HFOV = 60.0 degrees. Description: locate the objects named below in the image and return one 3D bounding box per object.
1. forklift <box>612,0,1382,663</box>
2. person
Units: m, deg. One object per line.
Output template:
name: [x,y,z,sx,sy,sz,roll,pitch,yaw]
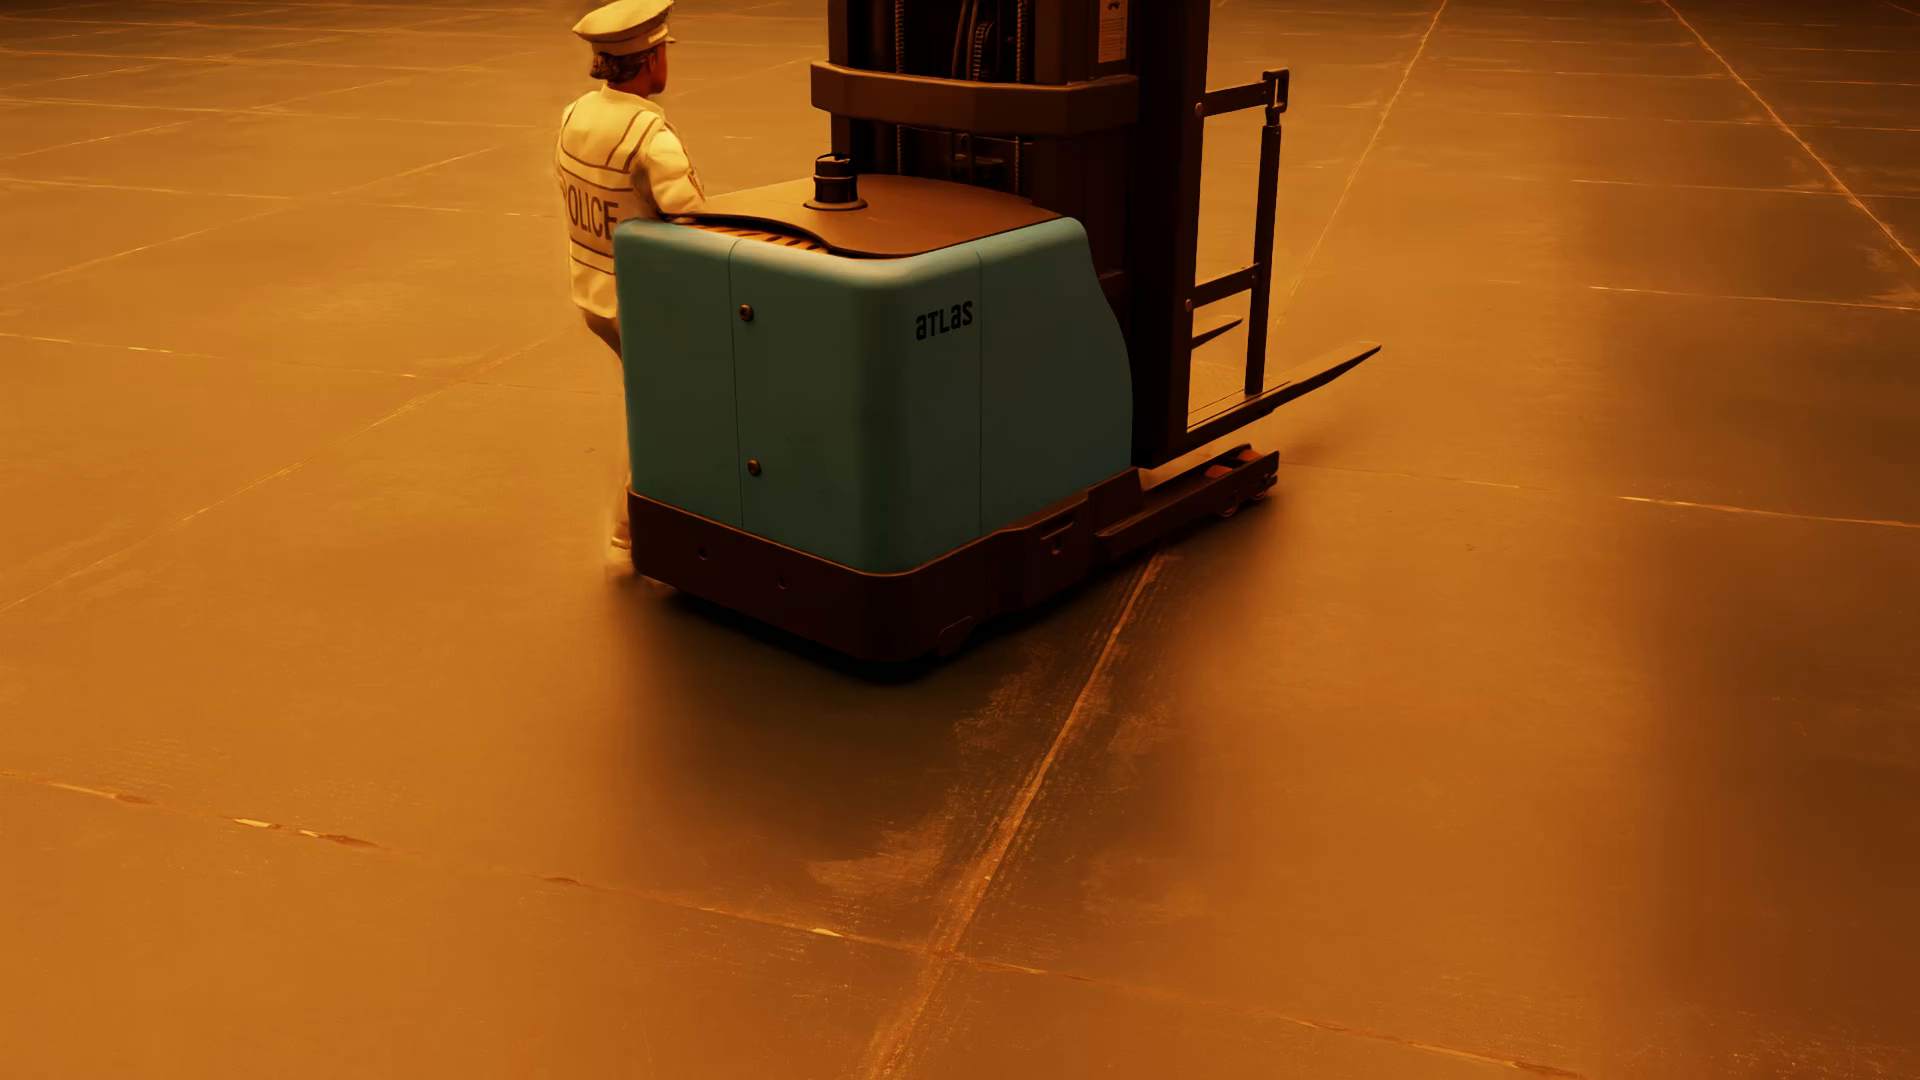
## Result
forklift: [0.389,-1.534,4.996,1.130,2.935,3.031,18,28,36]
person: [-0.770,-0.690,4.663,0.575,1.614,0.654,-21,30,-40]
